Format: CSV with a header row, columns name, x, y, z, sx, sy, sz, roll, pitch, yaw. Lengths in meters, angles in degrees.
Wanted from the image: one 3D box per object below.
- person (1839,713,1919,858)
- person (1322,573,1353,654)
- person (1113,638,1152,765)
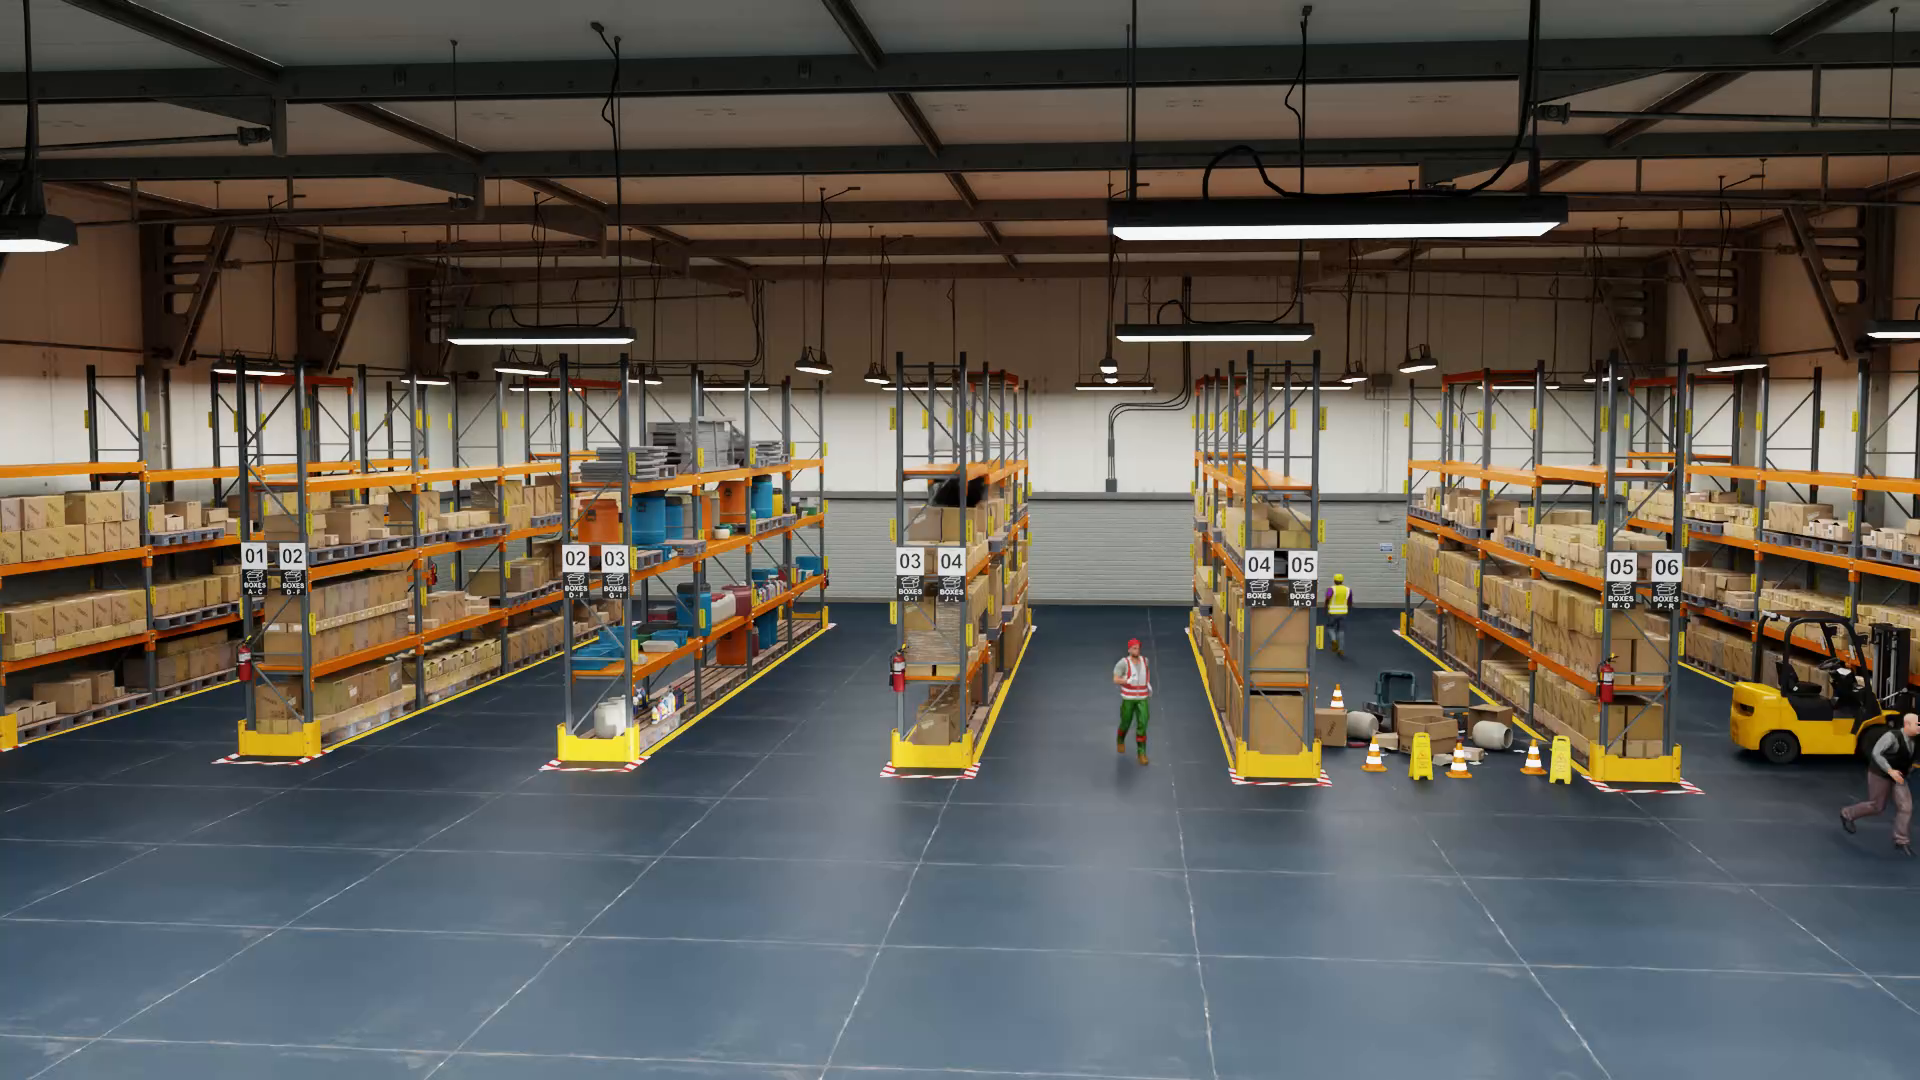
name,x,y,z,sx,sy,sz,roll,pitch,yaw
person,10.825,2.810,19.525,0.687,1.679,0.994,-2,5,-27
person,8.136,1.577,35.929,0.682,1.716,0.700,0,4,-6
person,2.544,2.338,24.498,0.663,1.798,0.944,-1,4,-14
